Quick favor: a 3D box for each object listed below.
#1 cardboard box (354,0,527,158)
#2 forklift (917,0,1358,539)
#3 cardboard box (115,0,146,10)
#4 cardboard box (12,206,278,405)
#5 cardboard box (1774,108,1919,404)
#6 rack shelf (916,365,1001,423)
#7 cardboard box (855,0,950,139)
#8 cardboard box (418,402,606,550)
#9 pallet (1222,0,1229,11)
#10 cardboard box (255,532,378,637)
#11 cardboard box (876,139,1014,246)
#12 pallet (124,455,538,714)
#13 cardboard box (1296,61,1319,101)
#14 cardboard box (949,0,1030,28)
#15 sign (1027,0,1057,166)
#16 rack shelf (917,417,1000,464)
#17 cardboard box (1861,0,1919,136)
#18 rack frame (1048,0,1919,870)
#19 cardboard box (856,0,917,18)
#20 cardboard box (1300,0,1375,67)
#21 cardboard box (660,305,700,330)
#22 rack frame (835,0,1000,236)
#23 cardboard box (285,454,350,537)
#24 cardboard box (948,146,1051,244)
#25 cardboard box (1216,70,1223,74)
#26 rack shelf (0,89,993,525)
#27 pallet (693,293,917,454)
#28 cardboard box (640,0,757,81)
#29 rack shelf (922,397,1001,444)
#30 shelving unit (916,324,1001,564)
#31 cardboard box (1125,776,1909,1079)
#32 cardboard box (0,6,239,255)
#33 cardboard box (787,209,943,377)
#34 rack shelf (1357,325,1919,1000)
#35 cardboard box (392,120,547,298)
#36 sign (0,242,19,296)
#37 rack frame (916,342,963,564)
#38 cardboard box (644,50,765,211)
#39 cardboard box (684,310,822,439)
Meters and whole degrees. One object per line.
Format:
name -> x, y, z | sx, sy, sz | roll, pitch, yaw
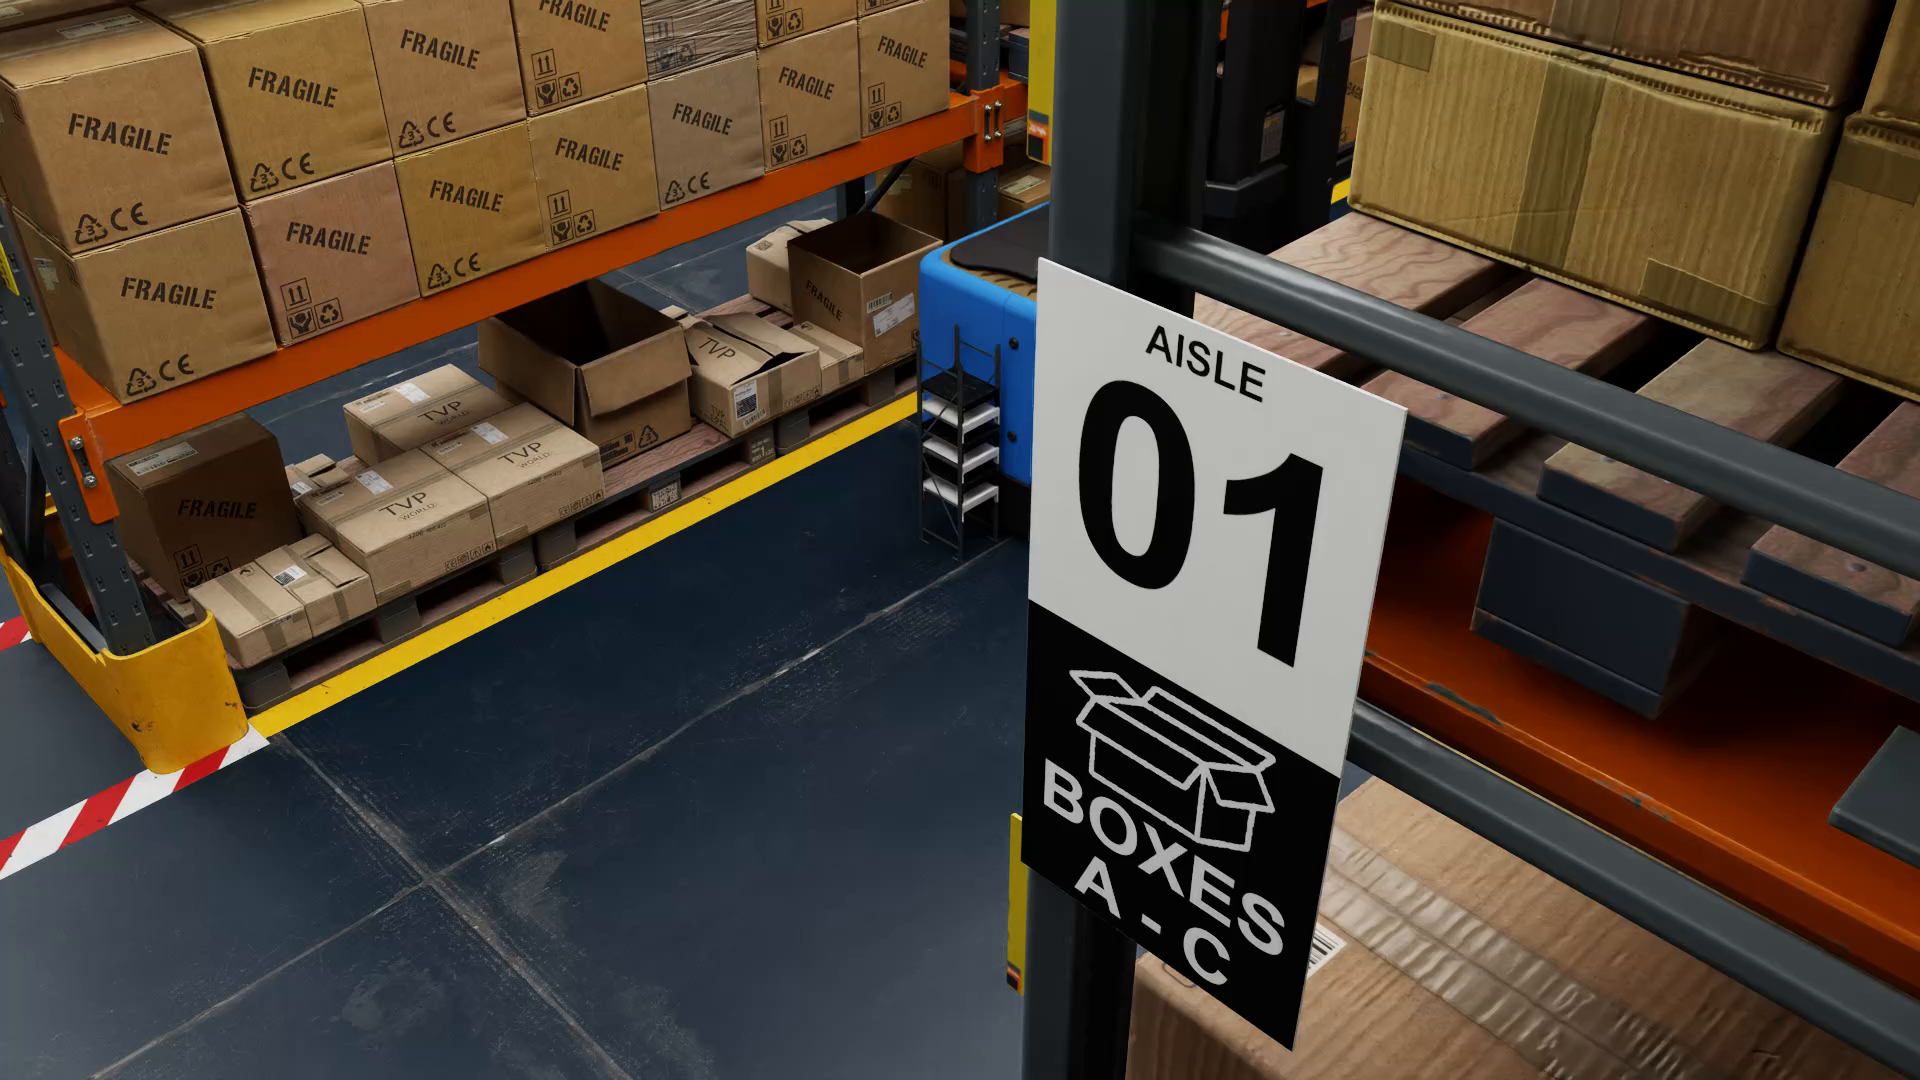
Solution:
cardboard box -> -1.822, -1.638, 5.515 | 0.500, 0.500, 0.500 | -29, 44, -35
forklift -> 1.213, -1.834, 6.818 | 1.130, 2.935, 3.031 | 29, 44, 35
cardboard box -> -2.567, -1.645, 5.525 | 0.500, 0.500, 0.500 | -29, 44, -34
cardboard box -> -2.541, -0.812, 5.204 | 0.500, 0.500, 0.500 | -29, 44, -35
cardboard box -> 1.166, -0.281, 1.585 | 0.500, 0.250, 0.500 | -27, 43, -33
rack shelf -> -0.006, -0.560, 6.352 | 0.258, 0.077, 0.200 | 30, 45, 35
cardboard box -> -0.393, -2.055, 6.987 | 0.500, 0.500, 0.500 | -29, 44, -35
cardboard box -> -1.752, -0.262, 6.522 | 0.500, 0.250, 0.500 | 30, 45, 35
pallet -> 1.229, -3.074, 8.703 | 1.003, 0.211, 1.213 | 30, 45, 35
cardboard box -> -2.326, 0.152, 6.002 | 0.380, 0.166, 0.250 | 30, 45, 35
cardboard box -> -0.078, -1.791, 8.497 | 0.500, 0.500, 0.500 | 29, 44, 35
pallet -> -2.426, 0.092, 6.433 | 1.003, 0.211, 1.213 | 30, 45, 35
cardboard box -> 1.739, -2.415, 9.391 | 0.500, 0.500, 0.500 | 28, 44, 34
cardboard box -> 0.270, -2.636, 7.453 | 0.700, 0.500, 0.500 | 15, 38, 21
sign -> 0.102, -0.487, 1.499 | 0.100, 0.325, 0.005 | 30, 45, 35
rack shelf -> -0.006, -0.412, 6.455 | 0.258, 0.077, 0.200 | 30, 45, 35
cardboard box -> 1.163, -0.590, 1.373 | 0.500, 0.500, 0.500 | 28, 43, 34
rack frame -> 0.477, -1.162, 0.550 | 1.000, 3.000, 0.127 | 30, 45, 35
cardboard box -> -0.395, -2.462, 6.696 | 0.500, 0.500, 0.500 | -30, 45, -35
cardboard box -> 2.067, -2.908, 9.443 | 0.500, 0.250, 0.500 | -28, 44, -34
cardboard box -> -1.274, -0.900, 7.511 | 0.380, 0.166, 0.250 | 30, 45, 35
rack frame -> -0.222, -2.320, 7.455 | 1.000, 3.000, 0.127 | 30, 45, 35
cardboard box -> -2.483, -0.163, 6.454 | 0.380, 0.166, 0.250 | 30, 45, 35
cardboard box -> 0.291, -1.574, 8.185 | 0.500, 0.500, 0.500 | 27, 43, 33
cardboard box -> 0.996, -2.287, 8.552 | 0.500, 0.250, 0.500 | 30, 45, 35
rack shelf -> -1.632, -1.213, 6.497 | 1.077, 0.370, 4.000 | 30, 45, 35
pallet -> -0.707, -0.898, 7.853 | 1.003, 0.211, 1.213 | 30, 45, 35
cardboard box -> -1.109, -2.048, 6.103 | 0.500, 0.500, 0.500 | -30, 44, -35
rack shelf -> -0.006, -0.486, 6.404 | 0.258, 0.077, 0.200 | 30, 45, 35
shelving unit -> -0.006, -0.366, 6.488 | 0.258, 0.900, 0.210 | 30, 45, 35
cardboard box -> 0.829, 0.964, 2.483 | 0.700, 0.700, 0.980 | -28, 43, -34
cardboard box -> -2.541, -1.222, 4.918 | 0.500, 0.500, 0.500 | -28, 44, -34
cardboard box -> -0.423, -1.130, 7.549 | 0.500, 0.500, 0.500 | 30, 45, 35
rack shelf -> 1.886, -0.449, 2.778 | 1.077, 0.370, 4.000 | 30, 45, 35
cardboard box -> -1.826, -1.226, 5.798 | 0.500, 0.500, 0.500 | 29, 44, 35
sign -> -2.656, -0.833, 4.566 | 0.100, 0.325, 0.005 | 30, 45, 35
rack frame -> -0.077, -0.325, 6.429 | 0.240, 0.900, 0.006 | 30, 45, 35
cardboard box -> -1.115, -1.636, 6.386 | 0.500, 0.500, 0.500 | -29, 44, -35
cardboard box -> -0.951, -0.748, 7.166 | 0.500, 0.311, 0.500 | 30, 45, 35
